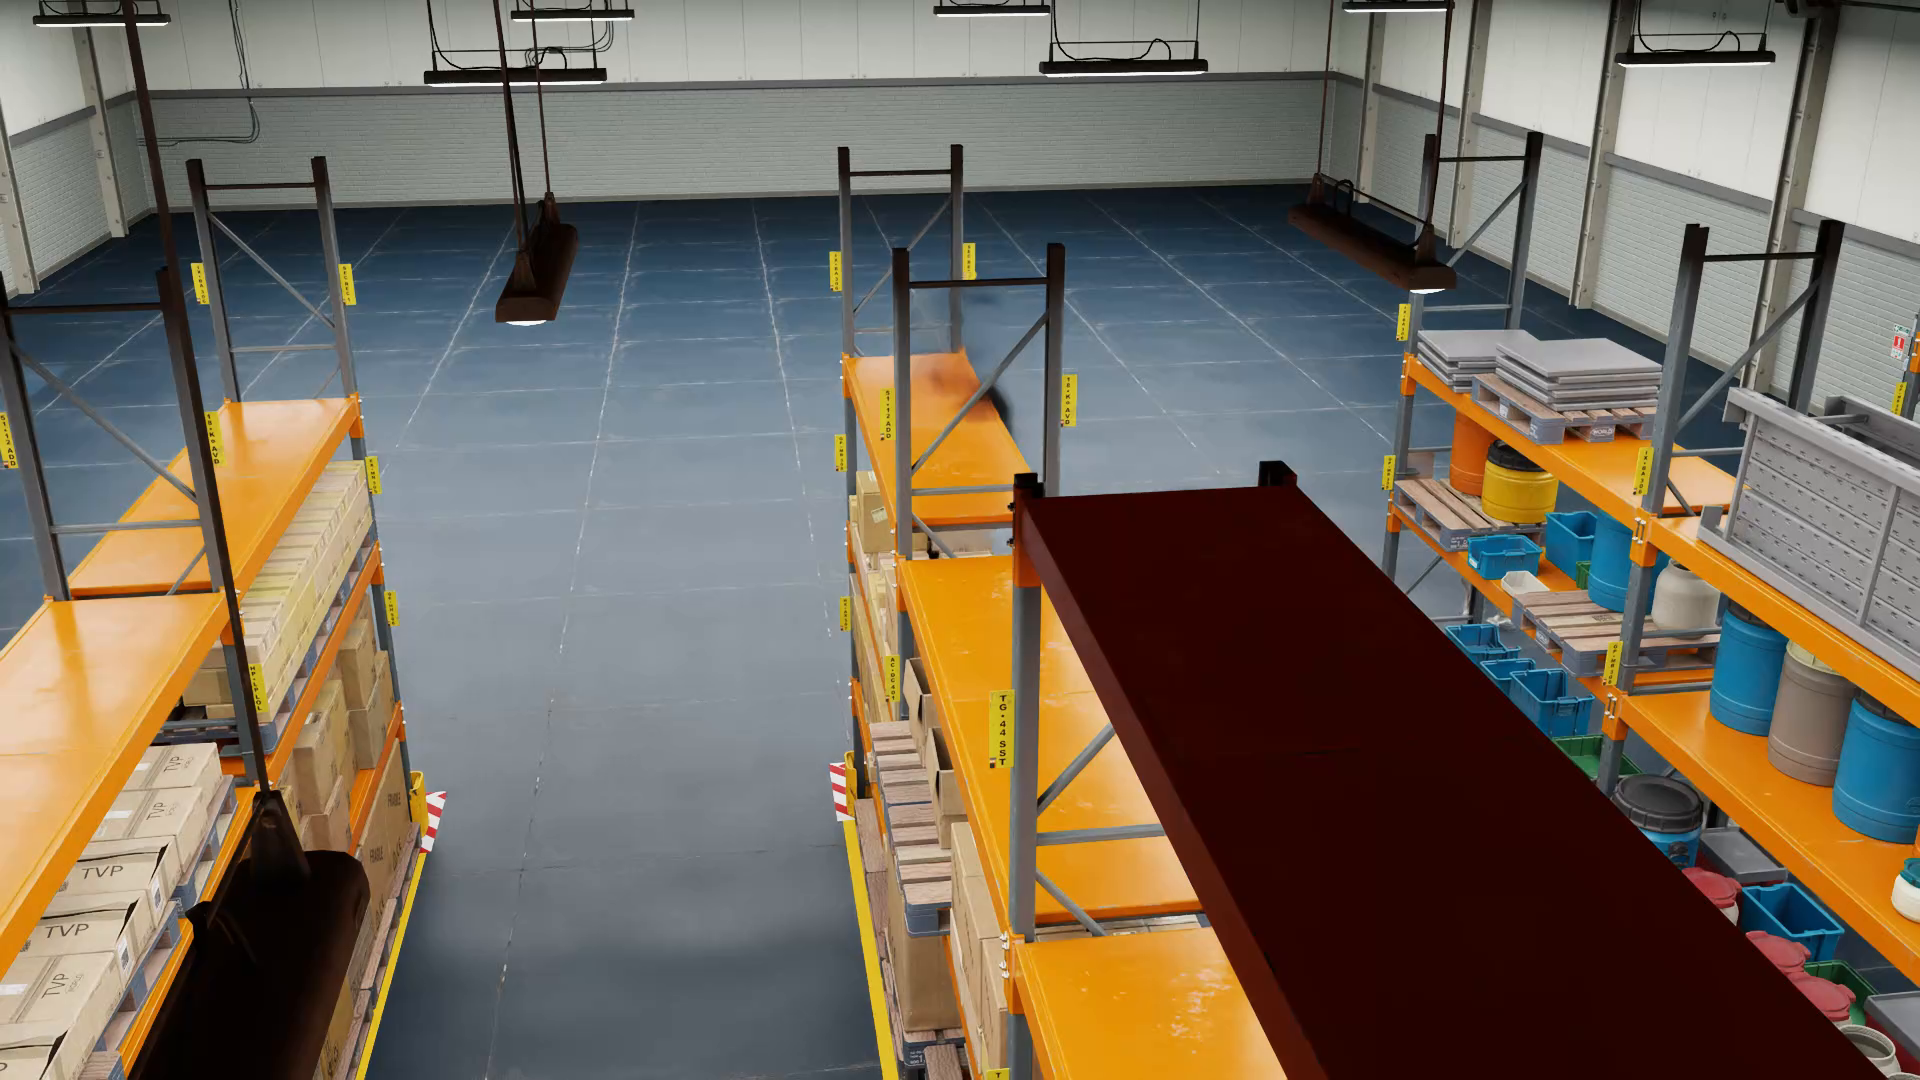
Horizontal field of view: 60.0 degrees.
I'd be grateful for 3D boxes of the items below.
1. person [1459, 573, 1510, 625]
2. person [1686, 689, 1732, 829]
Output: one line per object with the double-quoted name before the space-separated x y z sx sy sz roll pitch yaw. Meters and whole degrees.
"person" 5.982 0.225 18.902 0.706 1.636 0.505 5 22 12
"person" 6.502 1.982 14.447 0.592 1.616 0.580 -6 22 -15
